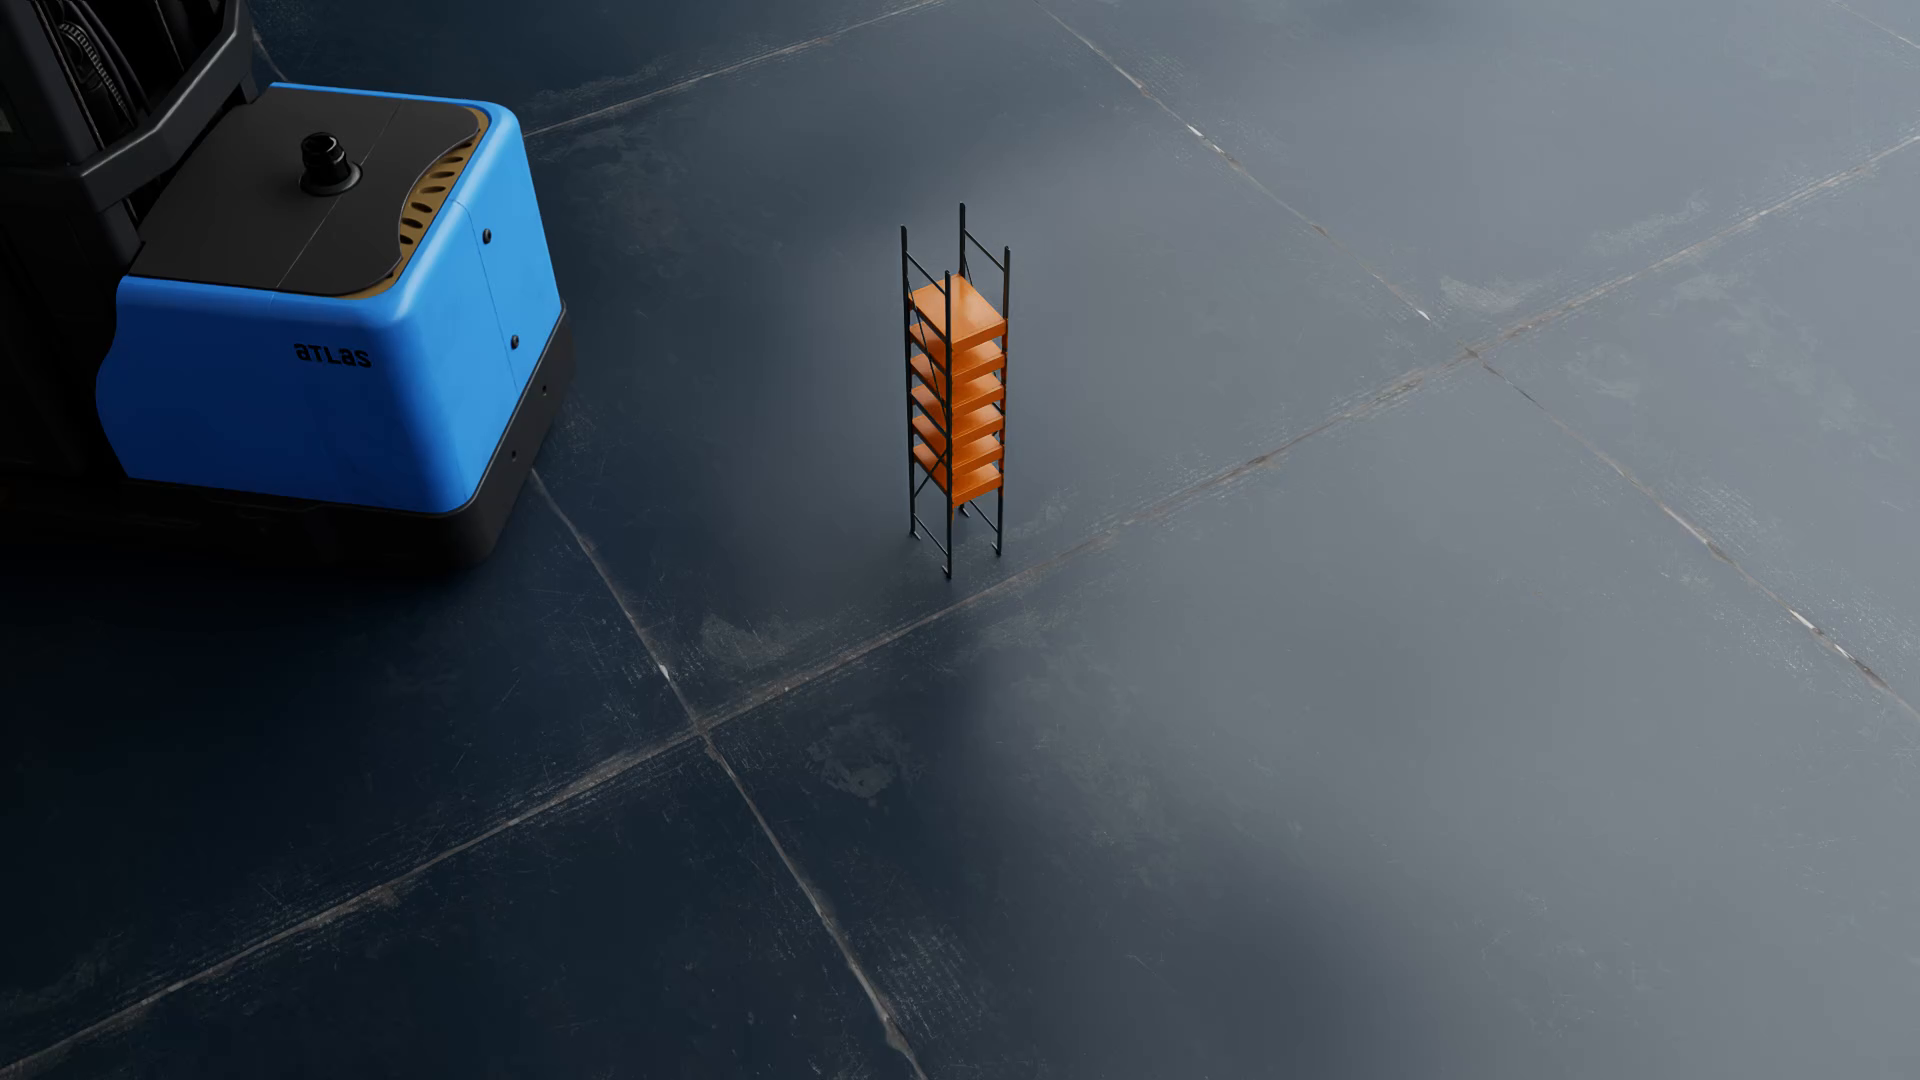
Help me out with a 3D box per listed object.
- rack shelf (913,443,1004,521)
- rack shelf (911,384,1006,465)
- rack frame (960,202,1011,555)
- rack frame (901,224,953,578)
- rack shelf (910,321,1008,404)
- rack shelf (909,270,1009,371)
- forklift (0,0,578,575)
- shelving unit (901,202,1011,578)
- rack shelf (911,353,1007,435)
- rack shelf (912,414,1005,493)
[{"bbox_3d":[-0.012,-0.204,5.009,0.180,0.103,0.258,-25,53,-21],"label":"rack shelf"},{"bbox_3d":[-0.012,-0.364,4.830,0.180,0.103,0.258,-25,53,-21],"label":"rack shelf"},{"bbox_3d":[0.065,-0.430,4.829,0.006,1.200,0.240,-25,53,-21],"label":"rack frame"},{"bbox_3d":[-0.090,-0.357,4.764,0.006,1.200,0.240,-25,53,-21],"label":"rack frame"},{"bbox_3d":[-0.012,-0.523,4.651,0.180,0.103,0.258,-25,53,-21],"label":"rack shelf"},{"bbox_3d":[-0.012,-0.603,4.561,0.180,0.103,0.258,-25,53,-21],"label":"rack shelf"},{"bbox_3d":[-2.870,-1.385,4.521,3.031,2.935,1.130,7,49,6],"label":"forklift"},{"bbox_3d":[-0.012,-0.393,4.797,0.189,1.200,0.258,-25,53,-21],"label":"shelving unit"},{"bbox_3d":[-0.012,-0.444,4.740,0.180,0.103,0.258,-25,53,-21],"label":"rack shelf"},{"bbox_3d":[-0.012,-0.284,4.920,0.180,0.103,0.258,-25,53,-21],"label":"rack shelf"}]
